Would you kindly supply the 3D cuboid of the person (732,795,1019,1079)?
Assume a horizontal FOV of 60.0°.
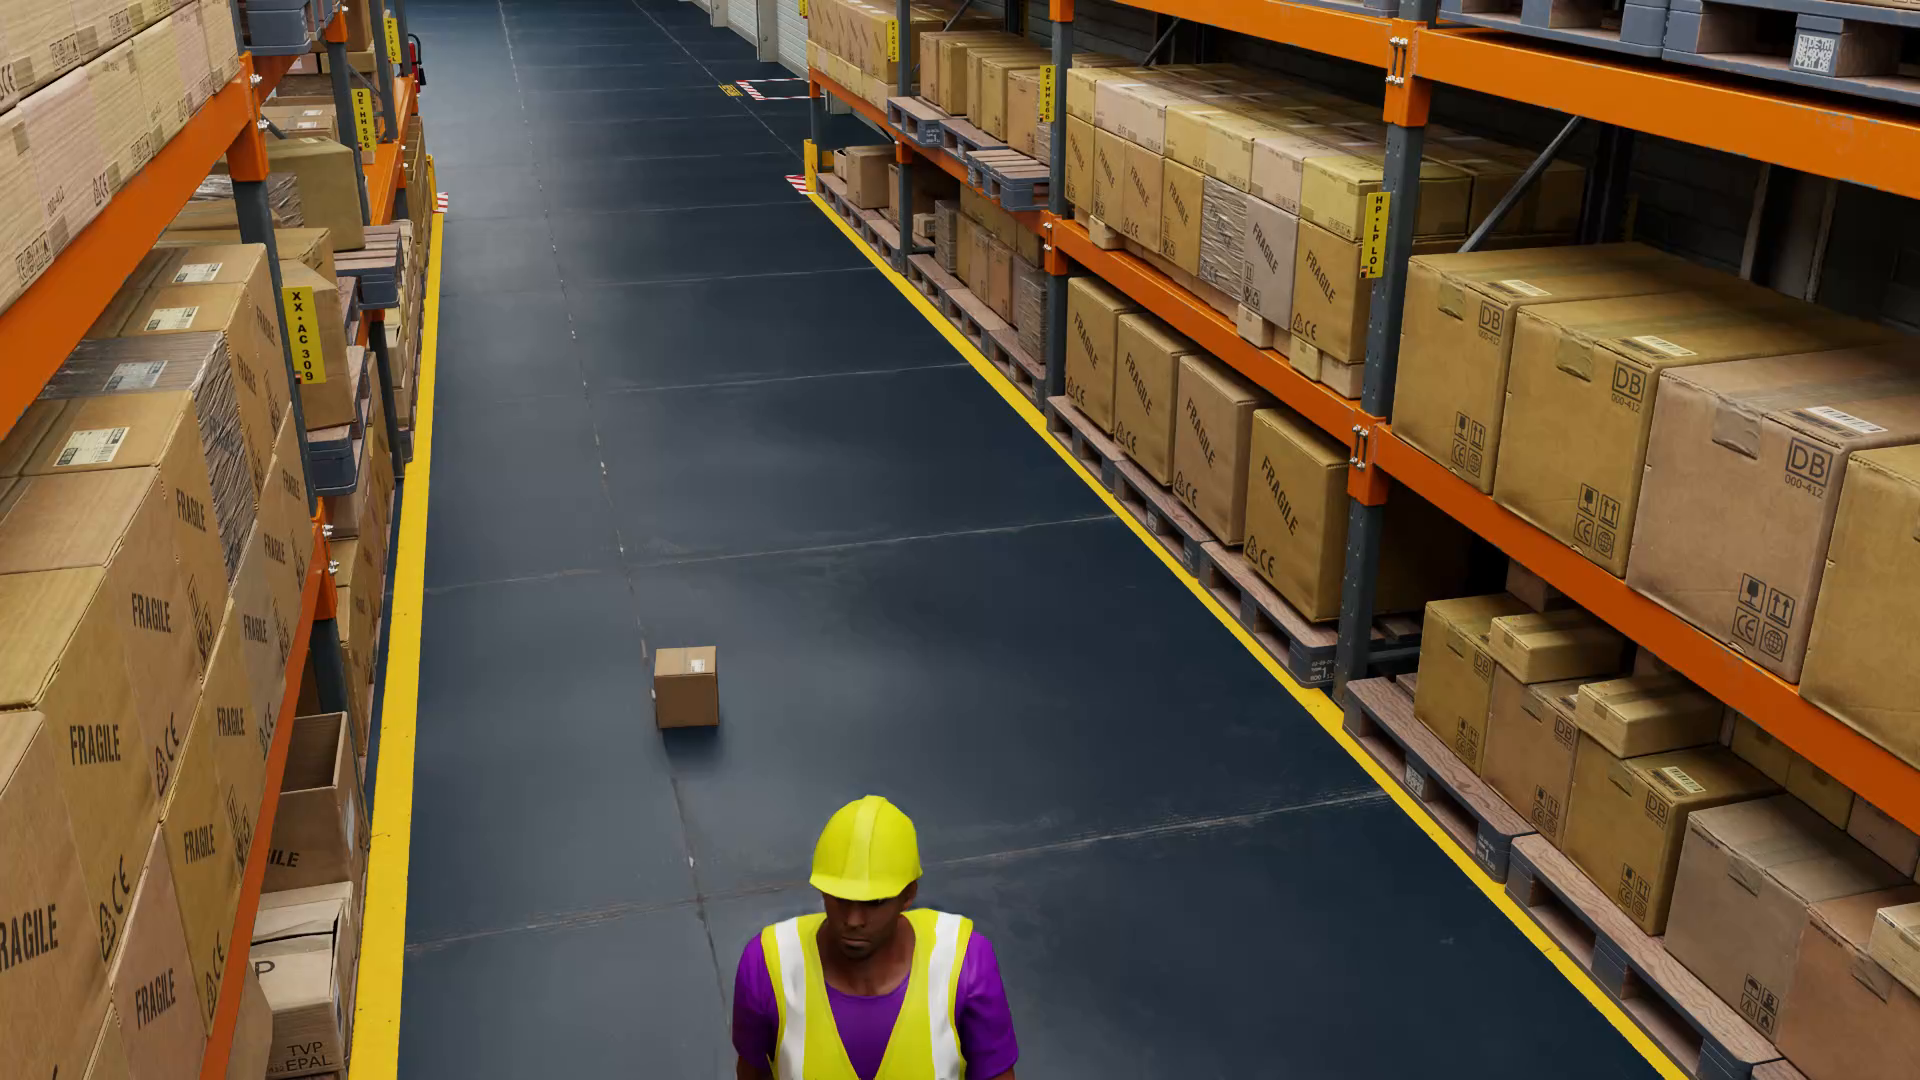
[{"bbox_3d":[-0.155,1.348,3.313,0.571,1.726,0.952,-2,23,-6],"label":"person"}]
